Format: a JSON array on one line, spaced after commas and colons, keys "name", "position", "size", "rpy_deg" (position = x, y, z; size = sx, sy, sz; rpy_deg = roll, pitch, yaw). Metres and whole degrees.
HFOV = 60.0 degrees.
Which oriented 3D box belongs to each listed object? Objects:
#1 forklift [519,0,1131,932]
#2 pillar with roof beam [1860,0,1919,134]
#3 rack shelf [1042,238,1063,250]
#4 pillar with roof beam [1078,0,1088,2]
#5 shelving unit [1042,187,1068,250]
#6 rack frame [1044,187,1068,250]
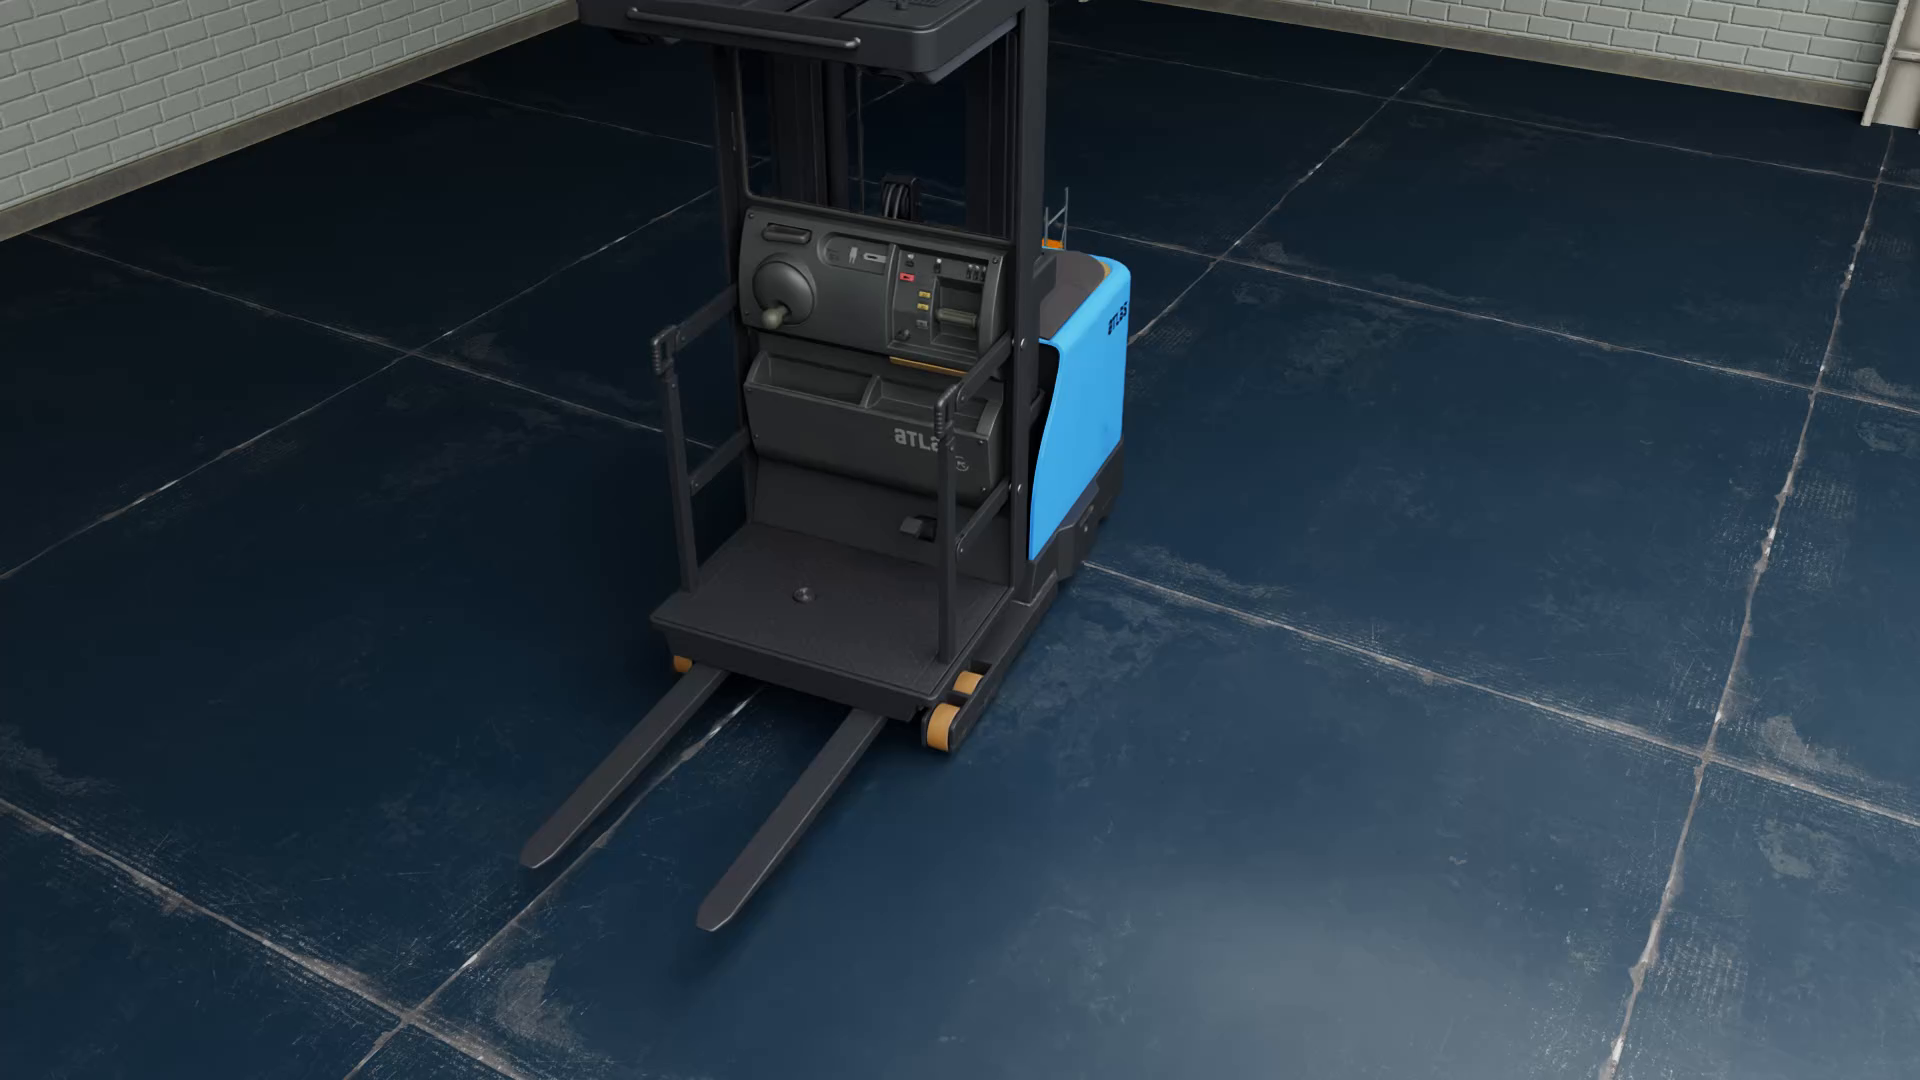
[{"name": "forklift", "position": [-0.386, -0.771, 5.263], "size": [1.130, 2.935, 3.031], "rpy_deg": [14, 36, 20]}, {"name": "pillar with roof beam", "position": [3.959, -4.392, 5.226], "size": [0.400, 9.000, 9.100], "rpy_deg": [18, 37, 24]}, {"name": "rack shelf", "position": [0.303, -1.152, 6.828], "size": [0.180, 0.103, 0.258], "rpy_deg": [14, 36, 20]}, {"name": "pillar with roof beam", "position": [-1.250, -6.042, 7.704], "size": [0.400, 9.000, 9.100], "rpy_deg": [18, 37, 24]}, {"name": "shelving unit", "position": [0.303, -0.889, 7.003], "size": [0.189, 1.200, 0.258], "rpy_deg": [14, 36, 20]}, {"name": "rack frame", "position": [0.386, -0.869, 6.972], "size": [0.006, 1.200, 0.240], "rpy_deg": [14, 36, 20]}]
